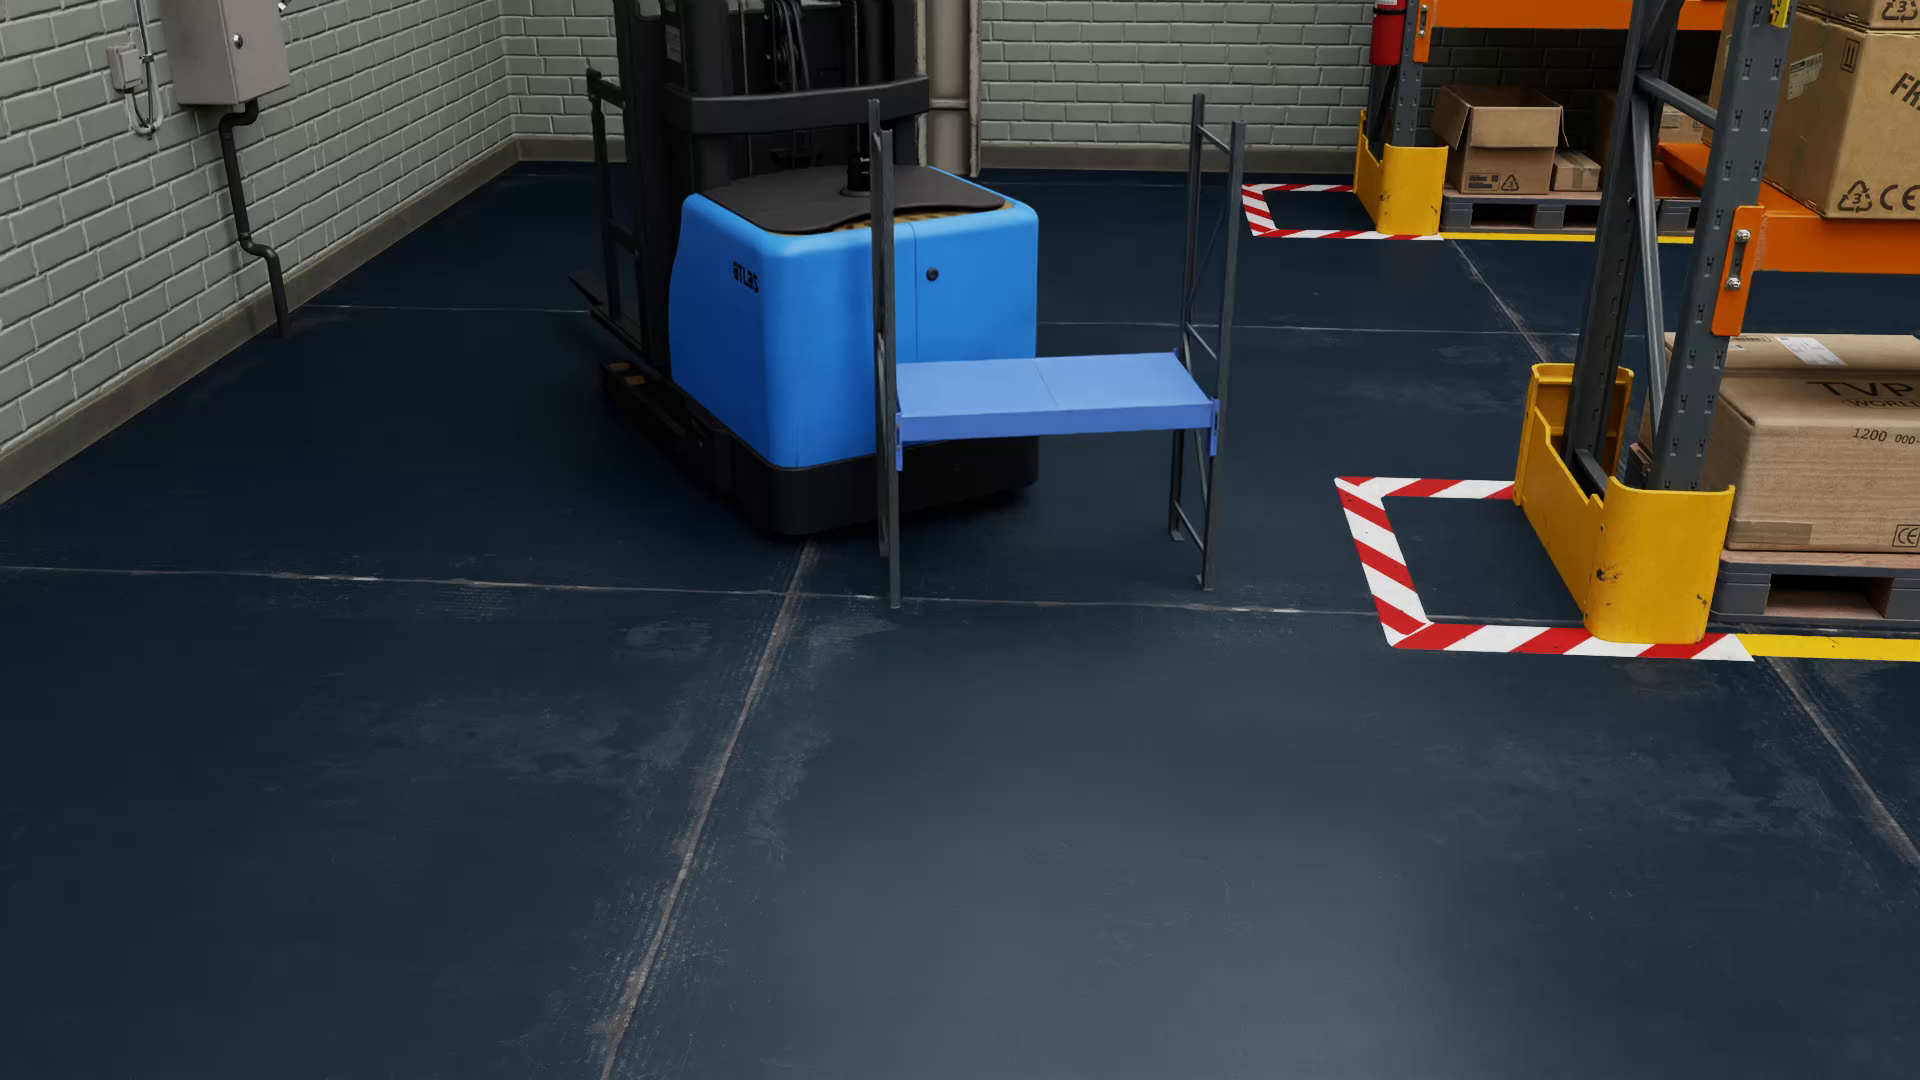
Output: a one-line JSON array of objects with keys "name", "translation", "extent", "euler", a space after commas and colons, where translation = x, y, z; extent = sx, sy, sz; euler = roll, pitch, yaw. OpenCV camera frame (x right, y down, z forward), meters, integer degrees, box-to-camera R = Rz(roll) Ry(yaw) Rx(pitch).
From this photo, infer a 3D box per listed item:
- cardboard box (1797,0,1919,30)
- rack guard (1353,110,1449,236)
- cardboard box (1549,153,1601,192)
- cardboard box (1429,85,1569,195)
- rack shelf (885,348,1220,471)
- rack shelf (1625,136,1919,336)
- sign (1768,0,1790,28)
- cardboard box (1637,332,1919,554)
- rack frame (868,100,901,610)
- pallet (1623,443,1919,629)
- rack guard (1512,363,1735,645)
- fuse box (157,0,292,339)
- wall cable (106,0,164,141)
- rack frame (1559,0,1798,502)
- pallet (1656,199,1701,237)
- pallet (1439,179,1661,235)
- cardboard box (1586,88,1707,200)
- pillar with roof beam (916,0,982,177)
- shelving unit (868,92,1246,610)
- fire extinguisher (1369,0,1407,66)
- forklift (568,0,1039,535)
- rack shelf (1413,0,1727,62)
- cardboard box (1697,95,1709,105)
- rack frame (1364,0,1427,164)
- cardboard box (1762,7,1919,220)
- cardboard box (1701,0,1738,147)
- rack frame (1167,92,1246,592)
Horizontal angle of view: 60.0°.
[{"name": "cardboard box", "translation": [2.631, -1.655, 4.442], "extent": [0.500, 0.500, 0.500], "euler": [1, 25, 3]}, {"name": "rack guard", "translation": [2.626, -2.220, 9.977], "extent": [0.348, 0.500, 1.175], "euler": [2, 25, 4]}, {"name": "cardboard box", "translation": [3.574, -2.165, 9.775], "extent": [0.250, 0.149, 0.380], "euler": [1, 25, 2]}, {"name": "cardboard box", "translation": [3.153, -2.356, 9.766], "extent": [0.637, 0.503, 0.797], "euler": [1, 25, 2]}, {"name": "rack shelf", "translation": [0.269, -0.426, 5.312], "extent": [1.000, 0.185, 0.538], "euler": [-3, 25, -6]}, {"name": "rack shelf", "translation": [4.168, -0.899, 4.975], "extent": [4.000, 0.370, 1.077], "euler": [2, 25, 4]}, {"name": "sign", "translation": [2.126, -1.488, 4.264], "extent": [0.005, 0.325, 0.100], "euler": [2, 25, 4]}, {"name": "cardboard box", "translation": [2.840, -0.337, 5.456], "extent": [0.875, 0.438, 0.875], "euler": [1, 25, 2]}, {"name": "rack frame", "translation": [-0.235, -0.563, 5.180], "extent": [0.032, 1.500, 0.500], "euler": [-3, 25, -6]}, {"name": "pallet", "translation": [2.977, -0.030, 5.562], "extent": [1.213, 0.211, 1.003], "euler": [2, 25, 4]}, {"name": "rack guard", "translation": [2.150, -0.155, 5.488], "extent": [0.348, 0.500, 1.175], "euler": [2, 25, 4]}, {"name": "fuse box", "translation": [-3.144, -1.746, 7.497], "extent": [0.414, 1.711, 0.539], "euler": [2, 25, 4]}, {"name": "wall cable", "translation": [-3.353, -2.513, 6.408], "extent": [0.122, 1.984, 0.588], "euler": [2, 25, 4]}, {"name": "rack frame", "translation": [2.174, -1.289, 4.964], "extent": [0.127, 3.000, 1.000], "euler": [2, 25, 4]}, {"name": "pallet", "translation": [4.634, -2.024, 9.896], "extent": [1.213, 0.211, 1.003], "euler": [2, 25, 4]}, {"name": "pallet", "translation": [3.421, -2.064, 9.983], "extent": [1.213, 0.211, 1.003], "euler": [2, 25, 4]}, {"name": "cardboard box", "translation": [4.002, -2.311, 9.672], "extent": [0.500, 0.500, 0.700], "euler": [3, 25, 6]}, {"name": "pillar with roof beam", "translation": [-0.398, -4.751, 5.311], "extent": [0.400, 9.000, 9.100], "euler": [2, 25, 4]}, {"name": "shelving unit", "translation": [0.269, -0.590, 5.237], "extent": [1.048, 1.500, 0.538], "euler": [-3, 25, -6]}, {"name": "fire extinguisher", "translation": [2.368, -2.966, 9.146], "extent": [0.183, 0.674, 0.296], "euler": [2, 25, 4]}, {"name": "forklift", "translation": [-0.865, -1.926, 6.430], "extent": [1.130, 2.935, 3.031], "euler": [-13, 28, -26]}, {"name": "rack shelf", "translation": [4.545, -2.968, 9.471], "extent": [4.000, 0.370, 1.077], "euler": [2, 25, 4]}, {"name": "cardboard box", "translation": [4.522, -2.252, 9.544], "extent": [0.500, 0.500, 0.500], "euler": [2, 25, 5]}, {"name": "rack frame", "translation": [2.550, -3.358, 9.460], "extent": [0.127, 3.000, 1.000], "euler": [2, 25, 4]}, {"name": "cardboard box", "translation": [2.631, -1.200, 4.649], "extent": [0.500, 0.500, 0.500], "euler": [2, 25, 4]}, {"name": "cardboard box", "translation": [2.675, -1.430, 5.149], "extent": [0.500, 0.500, 0.500], "euler": [2, 25, 4]}, {"name": "rack frame", "translation": [0.774, -0.616, 5.294], "extent": [0.032, 1.500, 0.500], "euler": [-3, 25, -6]}]
